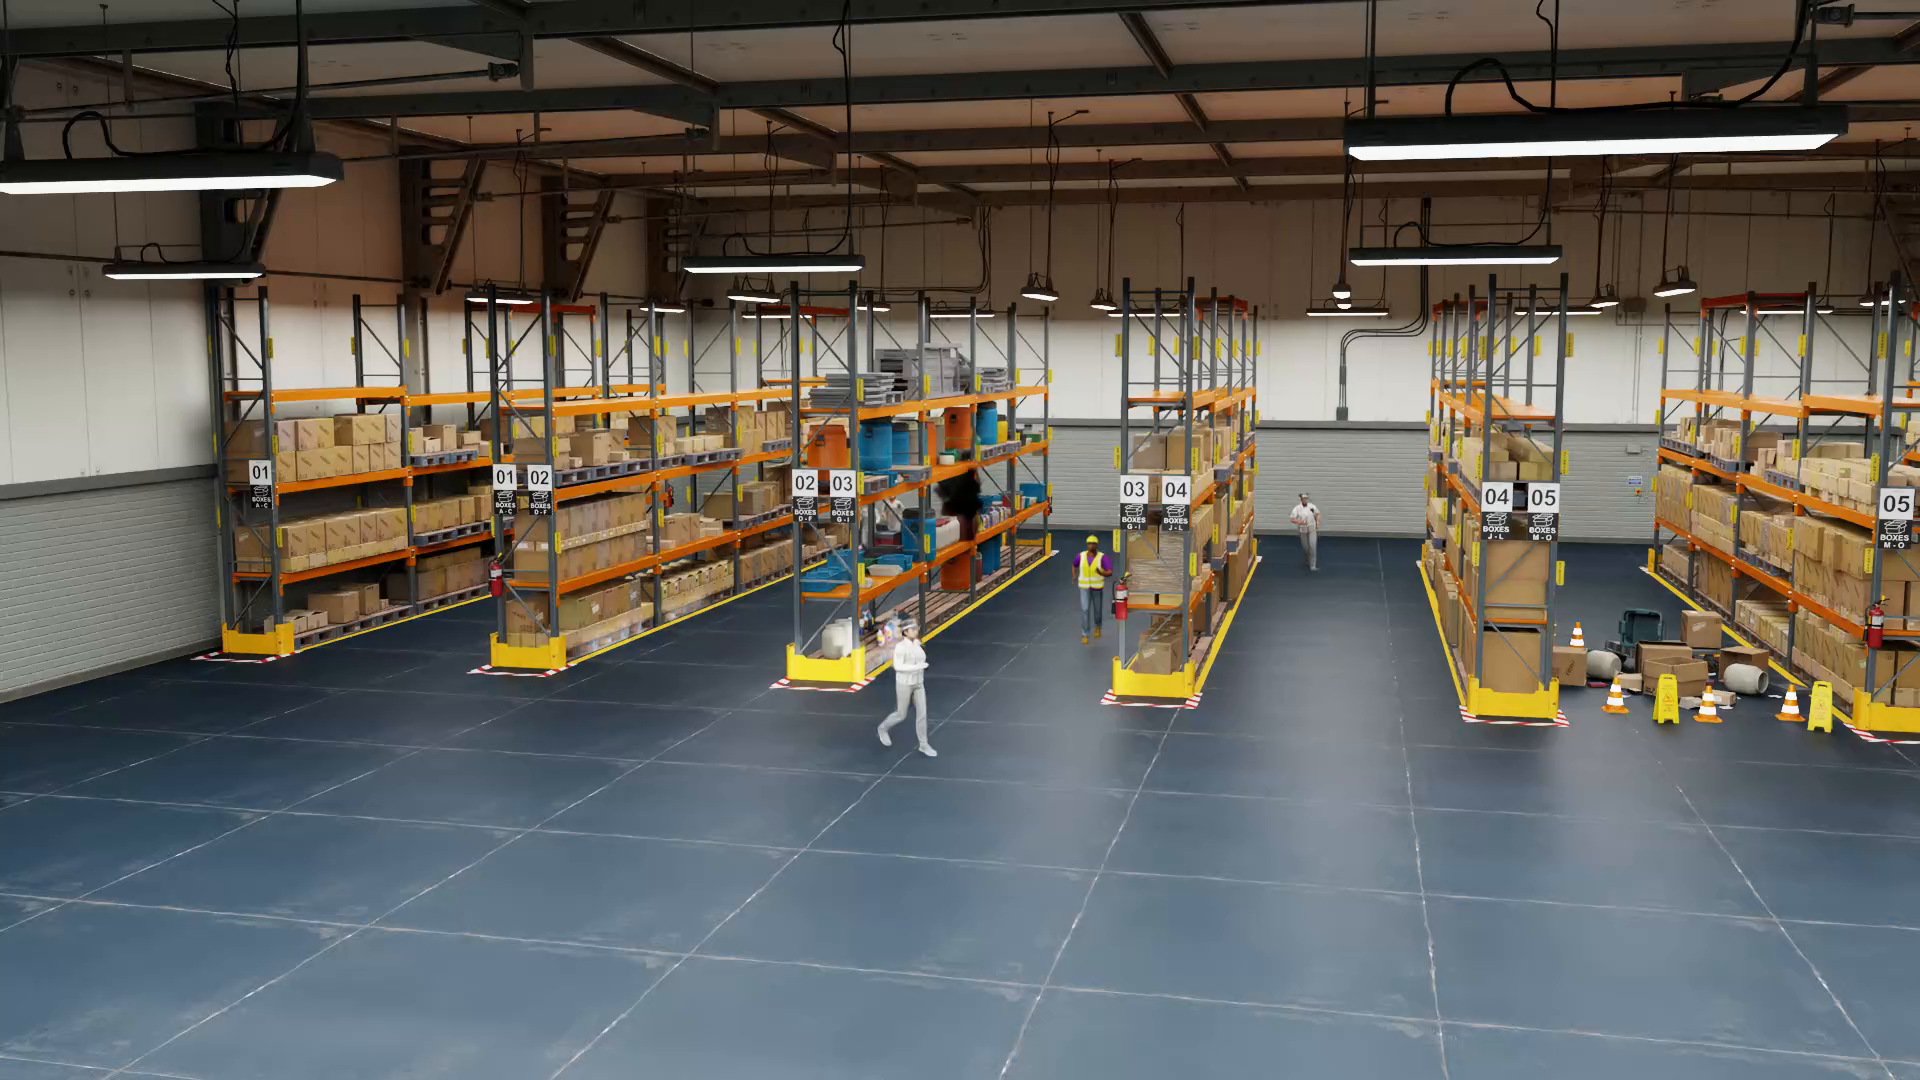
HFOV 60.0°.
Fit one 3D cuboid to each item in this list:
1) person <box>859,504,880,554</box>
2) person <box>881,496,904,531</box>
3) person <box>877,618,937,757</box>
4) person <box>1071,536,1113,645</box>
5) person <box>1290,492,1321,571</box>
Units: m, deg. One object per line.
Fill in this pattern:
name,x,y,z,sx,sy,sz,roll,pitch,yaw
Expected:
person,-2.111,-0.119,38.186,0.501,1.553,0.692,1,7,6
person,-1.612,-0.406,40.284,0.590,1.617,0.601,1,7,4
person,-0.645,1.785,20.553,0.899,1.687,0.631,5,8,39
person,2.179,0.764,27.564,0.700,1.676,0.965,1,7,8
person,7.890,-0.216,37.970,0.698,1.762,0.888,1,7,7
